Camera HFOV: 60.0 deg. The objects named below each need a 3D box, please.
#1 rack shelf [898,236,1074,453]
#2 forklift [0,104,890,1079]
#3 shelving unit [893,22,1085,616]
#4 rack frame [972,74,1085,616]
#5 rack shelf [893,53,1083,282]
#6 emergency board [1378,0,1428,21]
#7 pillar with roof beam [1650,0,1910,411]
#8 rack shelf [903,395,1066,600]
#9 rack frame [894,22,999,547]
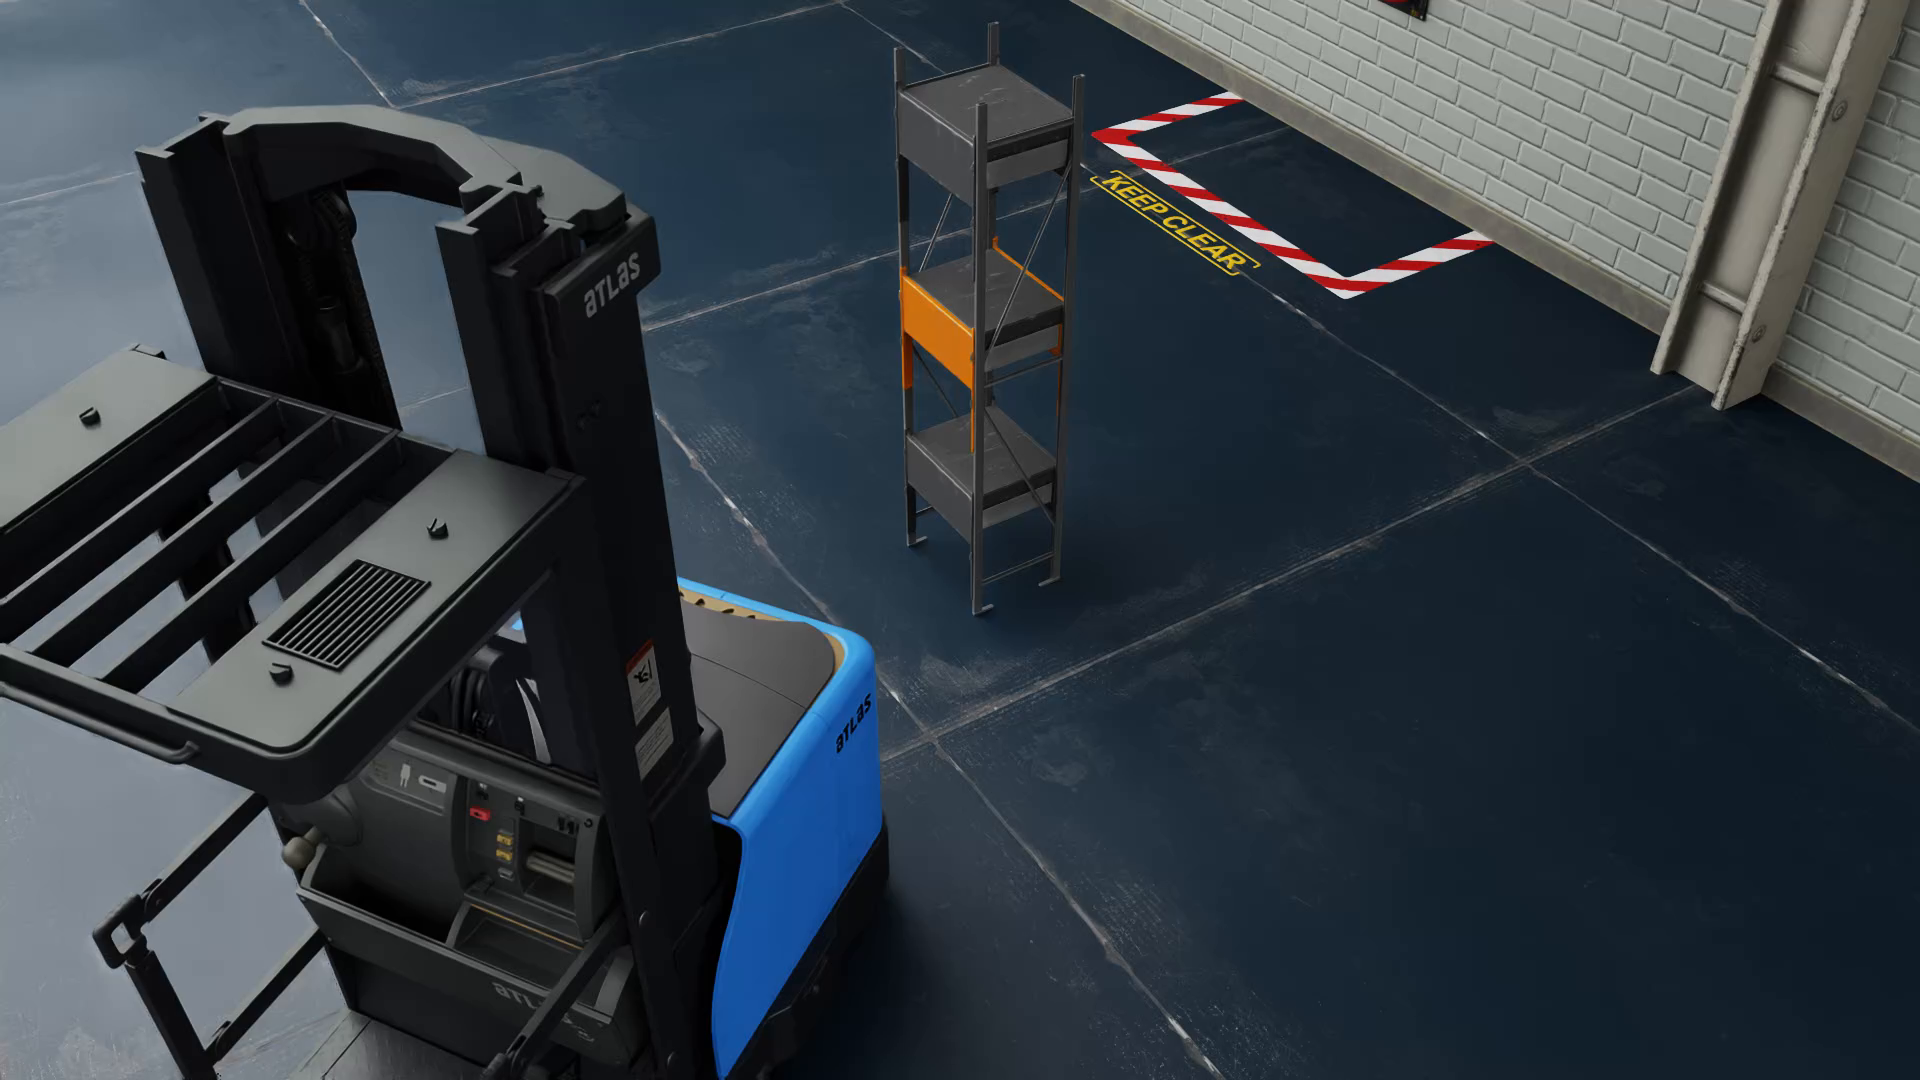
[{"bbox_3d":[0.089,-0.707,5.979,0.431,0.518,0.480,-22,45,-24],"label":"rack shelf"},{"bbox_3d":[-1.294,0.711,3.608,1.130,2.935,3.031,16,42,18],"label":"forklift"},{"bbox_3d":[0.089,-0.717,5.971,0.431,2.100,0.503,-22,45,-24],"label":"shelving unit"},{"bbox_3d":[0.220,-0.586,5.813,0.400,2.100,0.015,-22,45,-24],"label":"rack frame"},{"bbox_3d":[0.089,-1.245,5.531,0.431,0.518,0.480,-22,45,-24],"label":"rack shelf"},{"bbox_3d":[2.131,-3.236,8.290,0.194,1.169,0.643,-22,45,-24],"label":"emergency board"},{"bbox_3d":[-0.202,-2.712,2.975,9.100,9.000,0.400,-22,45,-24],"label":"pillar with roof beam"},{"bbox_3d":[0.089,-0.169,6.427,0.431,0.518,0.480,-22,45,-24],"label":"rack shelf"},{"bbox_3d":[-0.042,-0.849,6.129,0.400,2.100,0.015,-22,45,-24],"label":"rack frame"}]
